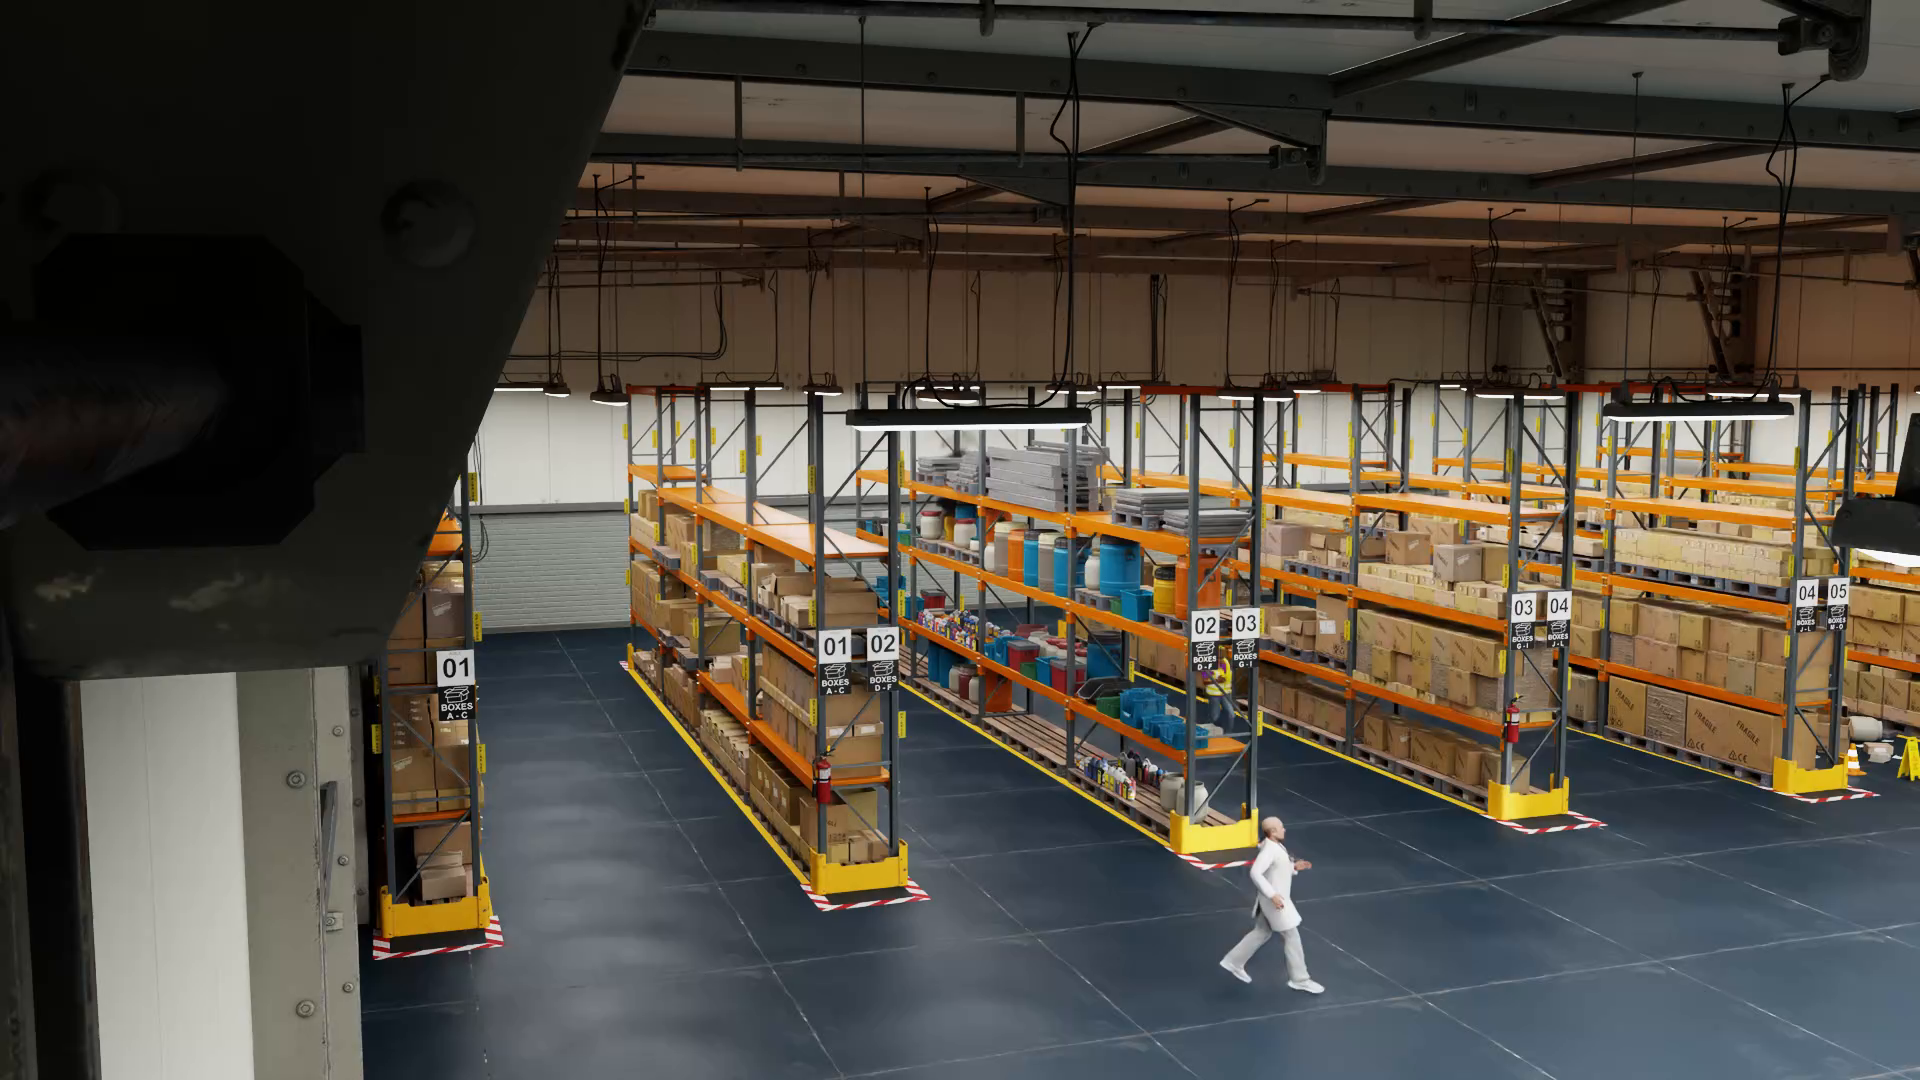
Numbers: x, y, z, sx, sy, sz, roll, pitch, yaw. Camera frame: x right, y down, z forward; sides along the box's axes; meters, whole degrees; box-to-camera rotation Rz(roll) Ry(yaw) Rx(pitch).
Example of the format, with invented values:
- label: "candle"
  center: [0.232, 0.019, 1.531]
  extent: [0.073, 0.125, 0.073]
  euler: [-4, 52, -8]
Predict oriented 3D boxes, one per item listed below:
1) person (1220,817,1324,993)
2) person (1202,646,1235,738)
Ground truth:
- label: "person"
  center: [3.173, 3.778, 16.858]
  extent: [1.044, 1.586, 0.697]
  euler: [0, 6, 0]
- label: "person"
  center: [4.302, 2.603, 27.624]
  extent: [0.674, 1.823, 0.730]
  euler: [-3, 6, -25]
